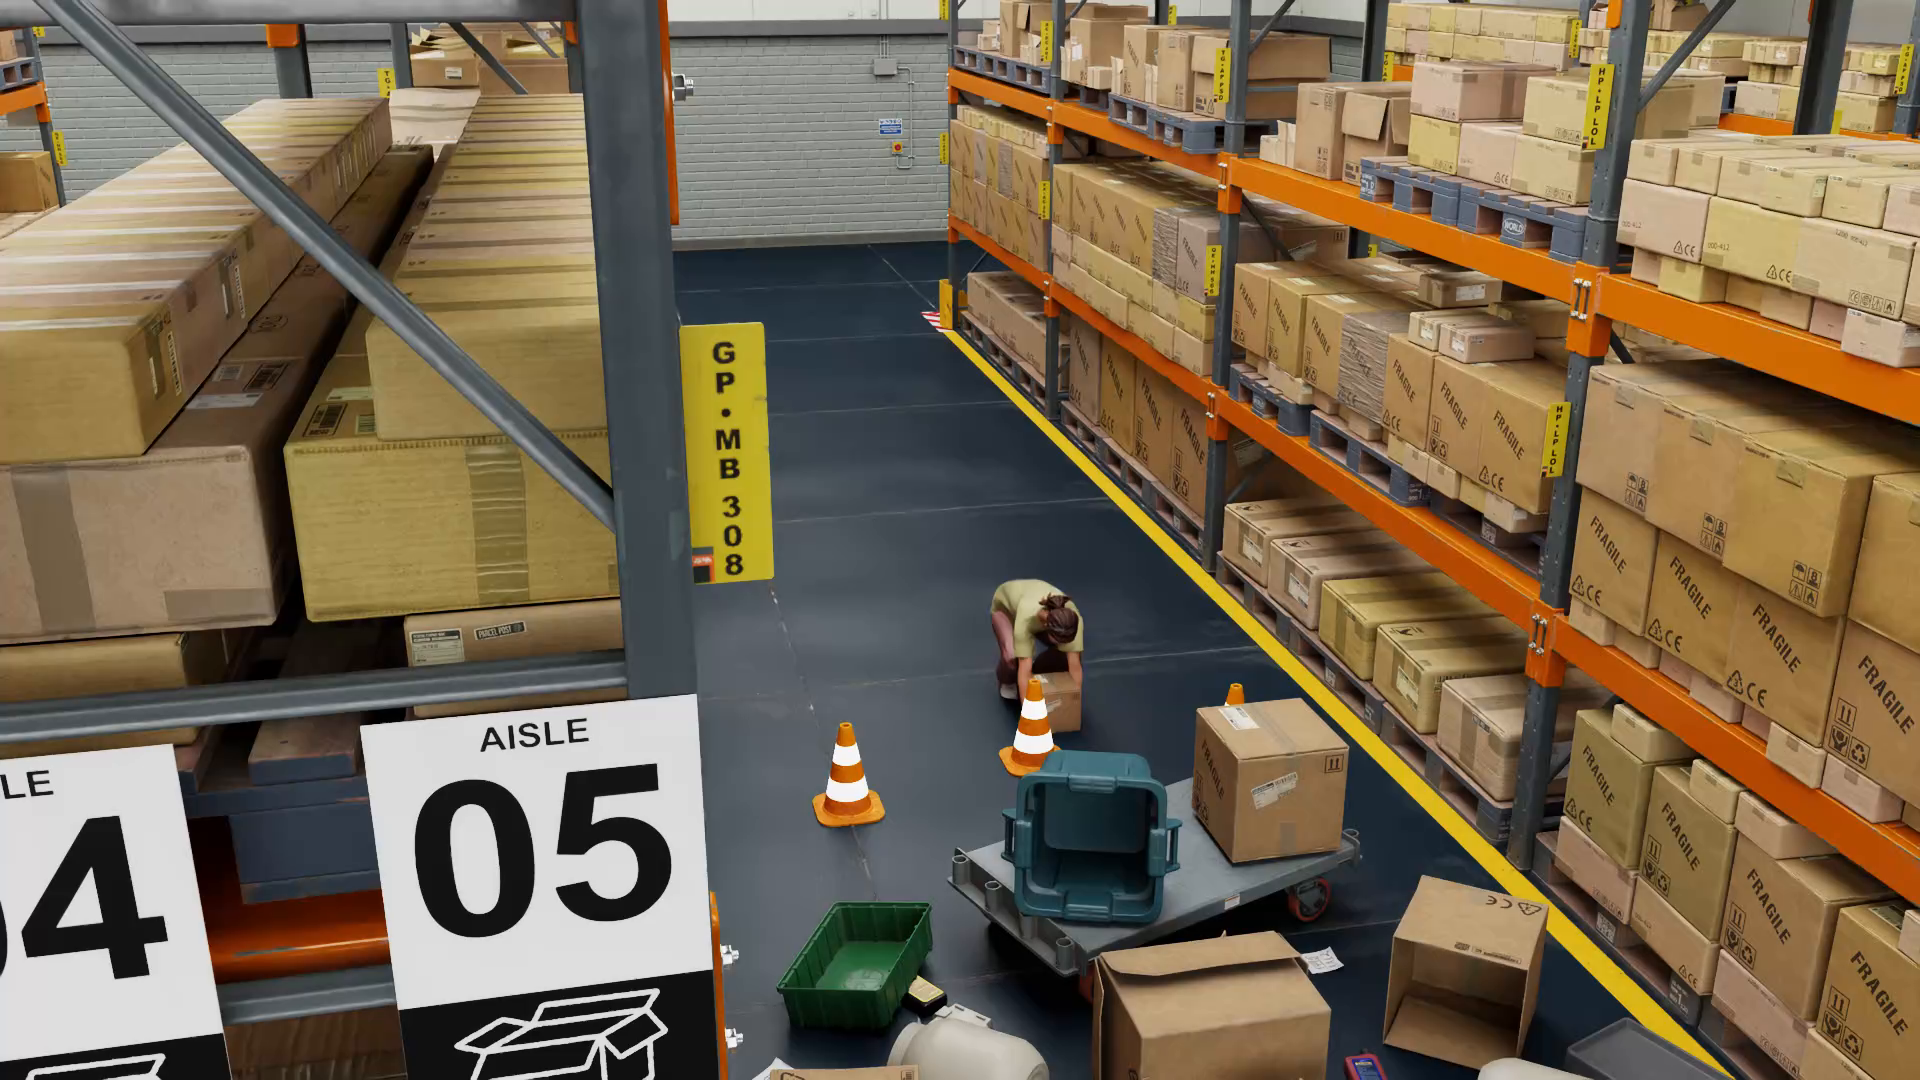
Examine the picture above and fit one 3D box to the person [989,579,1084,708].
[{"bbox_3d":[0.440,0.579,9.369,0.458,0.762,0.859,-5,20,-14],"label":"person"}]
